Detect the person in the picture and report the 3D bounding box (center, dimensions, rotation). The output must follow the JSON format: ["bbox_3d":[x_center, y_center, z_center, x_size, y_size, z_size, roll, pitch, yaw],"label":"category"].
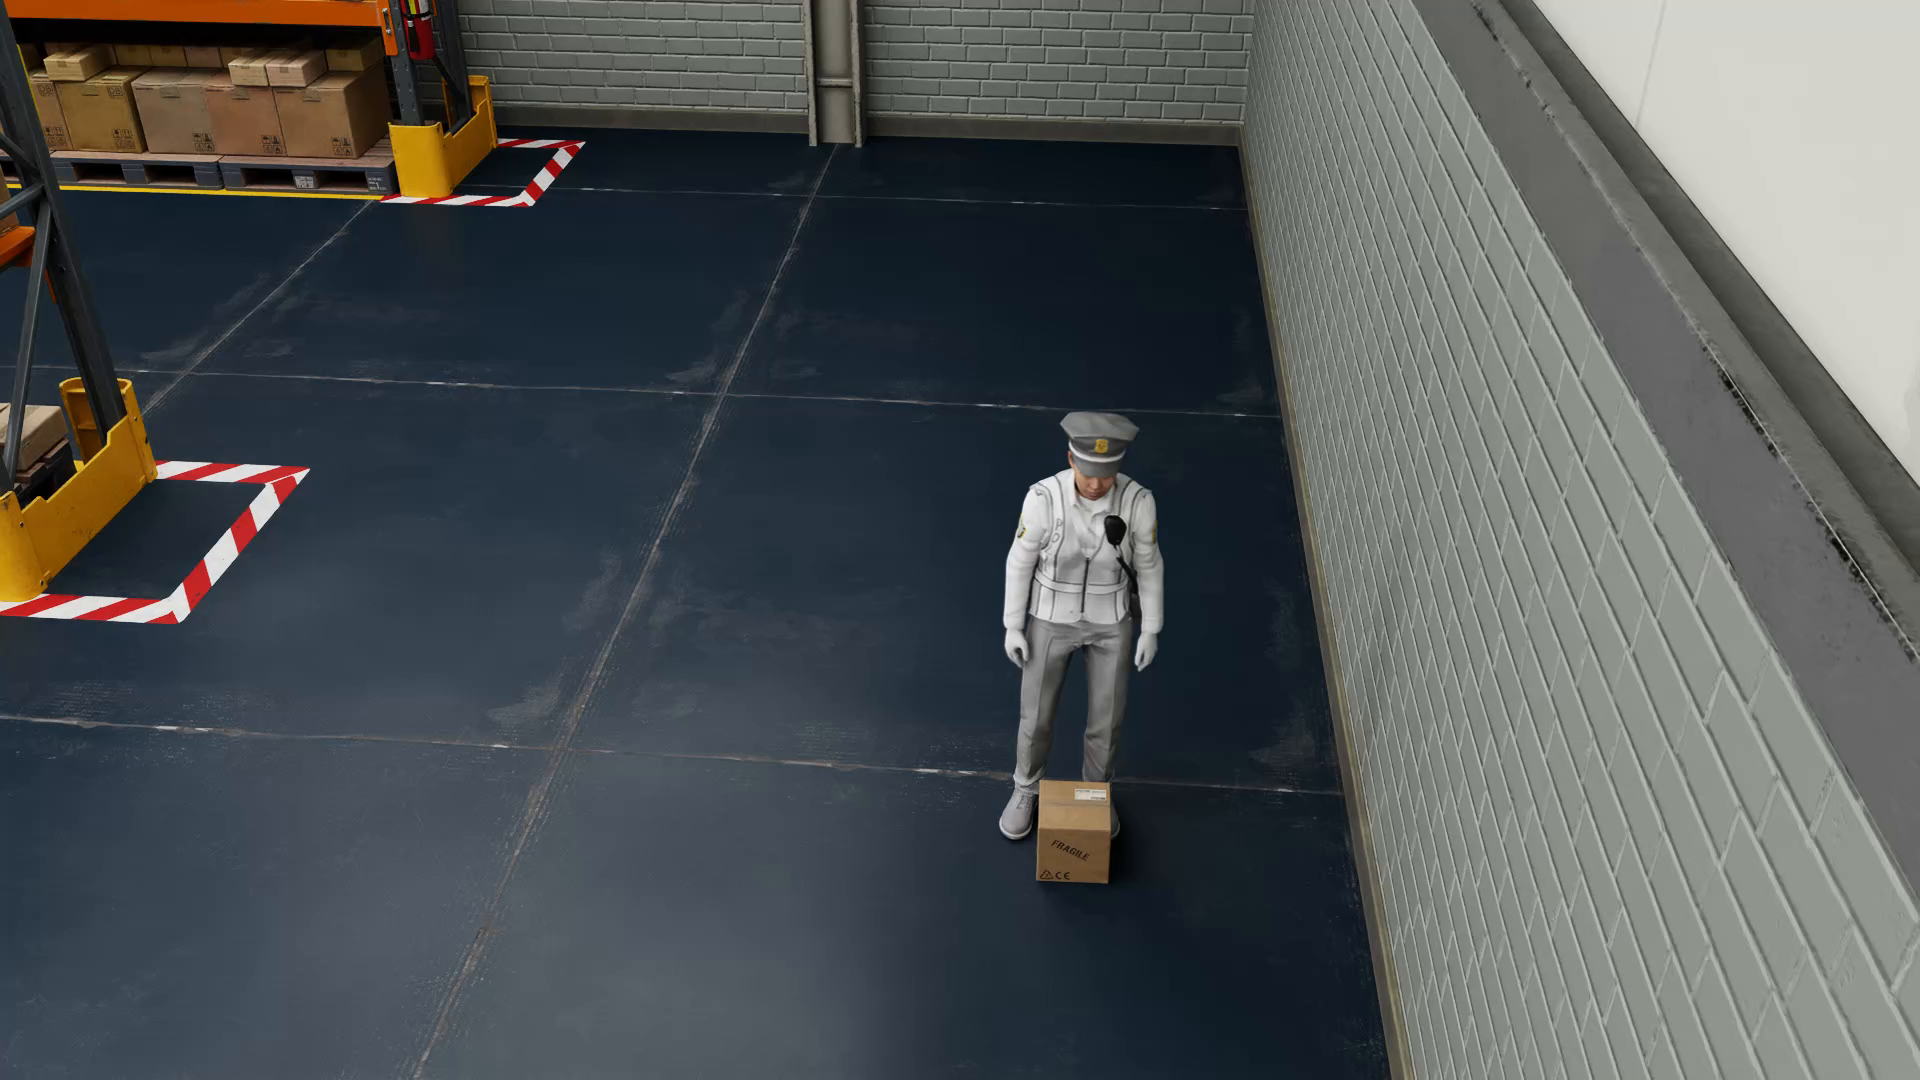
[{"bbox_3d":[0.417,0.299,5.657,0.540,1.664,0.375,2,32,3],"label":"person"}]
